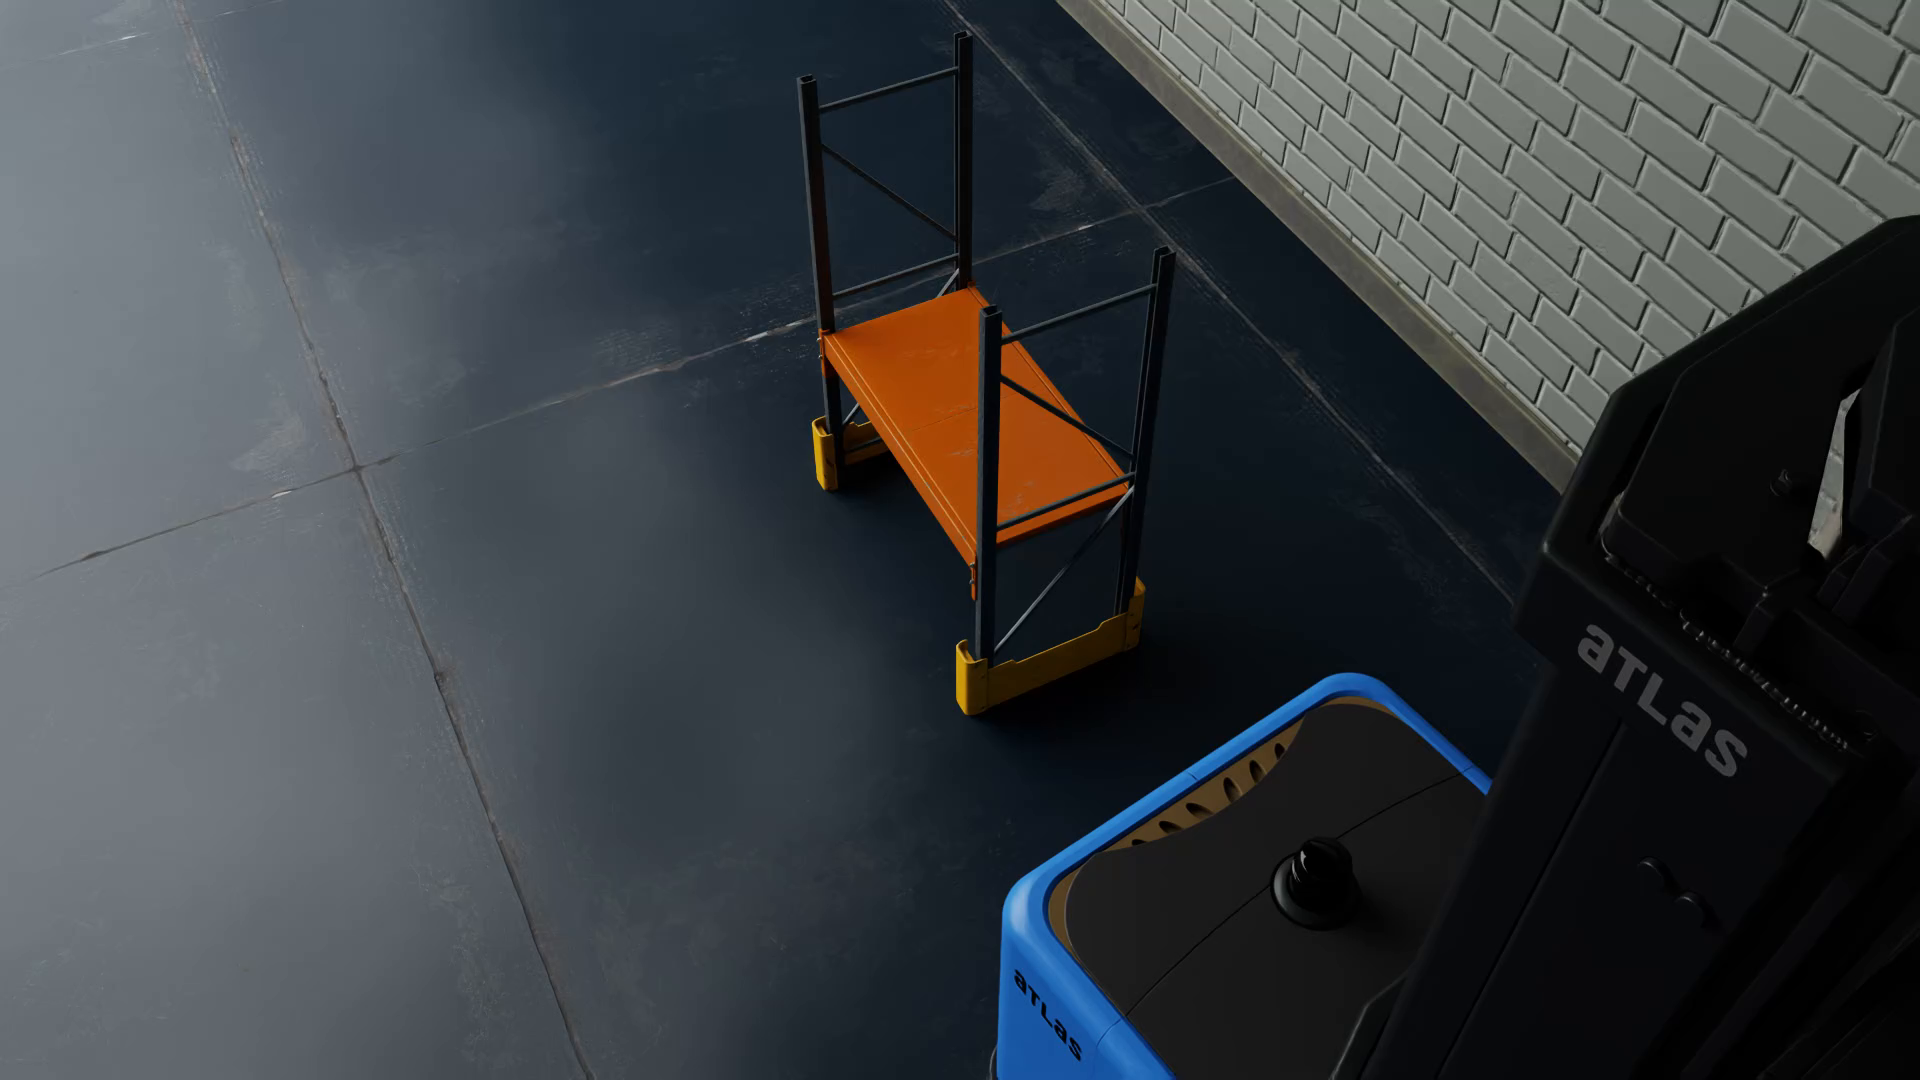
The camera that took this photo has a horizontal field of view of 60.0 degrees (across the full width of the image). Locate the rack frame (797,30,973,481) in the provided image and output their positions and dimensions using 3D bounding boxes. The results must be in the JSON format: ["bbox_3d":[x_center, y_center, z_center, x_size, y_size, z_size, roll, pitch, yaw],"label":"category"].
[{"bbox_3d":[-0.194,-0.777,4.933,0.500,1.500,0.032,-21,52,-18],"label":"rack frame"}]

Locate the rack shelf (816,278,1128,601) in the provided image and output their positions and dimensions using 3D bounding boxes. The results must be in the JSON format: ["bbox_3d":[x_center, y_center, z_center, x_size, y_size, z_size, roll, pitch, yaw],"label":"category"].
[{"bbox_3d":[0.039,-0.318,4.771,0.538,0.185,1.000,-21,52,-18],"label":"rack shelf"}]

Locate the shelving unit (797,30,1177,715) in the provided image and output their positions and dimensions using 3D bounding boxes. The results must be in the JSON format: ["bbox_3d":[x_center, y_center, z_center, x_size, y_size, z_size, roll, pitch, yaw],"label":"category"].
[{"bbox_3d":[0.035,-0.443,4.641,0.587,1.500,1.083,-21,52,-18],"label":"shelving unit"}]

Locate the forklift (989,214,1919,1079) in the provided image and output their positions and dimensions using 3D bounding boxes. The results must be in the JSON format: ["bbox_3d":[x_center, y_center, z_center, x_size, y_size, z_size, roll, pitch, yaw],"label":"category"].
[{"bbox_3d":[1.340,1.115,2.328,1.130,2.935,3.031,-29,55,-23],"label":"forklift"}]

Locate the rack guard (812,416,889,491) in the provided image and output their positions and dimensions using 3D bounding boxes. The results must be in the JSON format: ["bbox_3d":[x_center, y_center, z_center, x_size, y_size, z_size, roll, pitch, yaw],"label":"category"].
[{"bbox_3d":[-0.193,-0.365,5.403,0.587,0.250,0.087,-21,52,-18],"label":"rack guard"}]

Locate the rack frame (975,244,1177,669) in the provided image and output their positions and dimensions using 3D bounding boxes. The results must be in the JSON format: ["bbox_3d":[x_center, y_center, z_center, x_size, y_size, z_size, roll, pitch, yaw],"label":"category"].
[{"bbox_3d":[0.272,-0.096,4.338,0.500,1.500,0.032,-21,52,-18],"label":"rack frame"}]

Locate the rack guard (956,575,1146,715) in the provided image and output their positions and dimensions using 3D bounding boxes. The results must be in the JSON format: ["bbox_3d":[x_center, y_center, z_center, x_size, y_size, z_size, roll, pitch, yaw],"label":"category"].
[{"bbox_3d":[0.263,0.302,4.820,0.587,0.250,0.087,-21,52,-18],"label":"rack guard"}]
